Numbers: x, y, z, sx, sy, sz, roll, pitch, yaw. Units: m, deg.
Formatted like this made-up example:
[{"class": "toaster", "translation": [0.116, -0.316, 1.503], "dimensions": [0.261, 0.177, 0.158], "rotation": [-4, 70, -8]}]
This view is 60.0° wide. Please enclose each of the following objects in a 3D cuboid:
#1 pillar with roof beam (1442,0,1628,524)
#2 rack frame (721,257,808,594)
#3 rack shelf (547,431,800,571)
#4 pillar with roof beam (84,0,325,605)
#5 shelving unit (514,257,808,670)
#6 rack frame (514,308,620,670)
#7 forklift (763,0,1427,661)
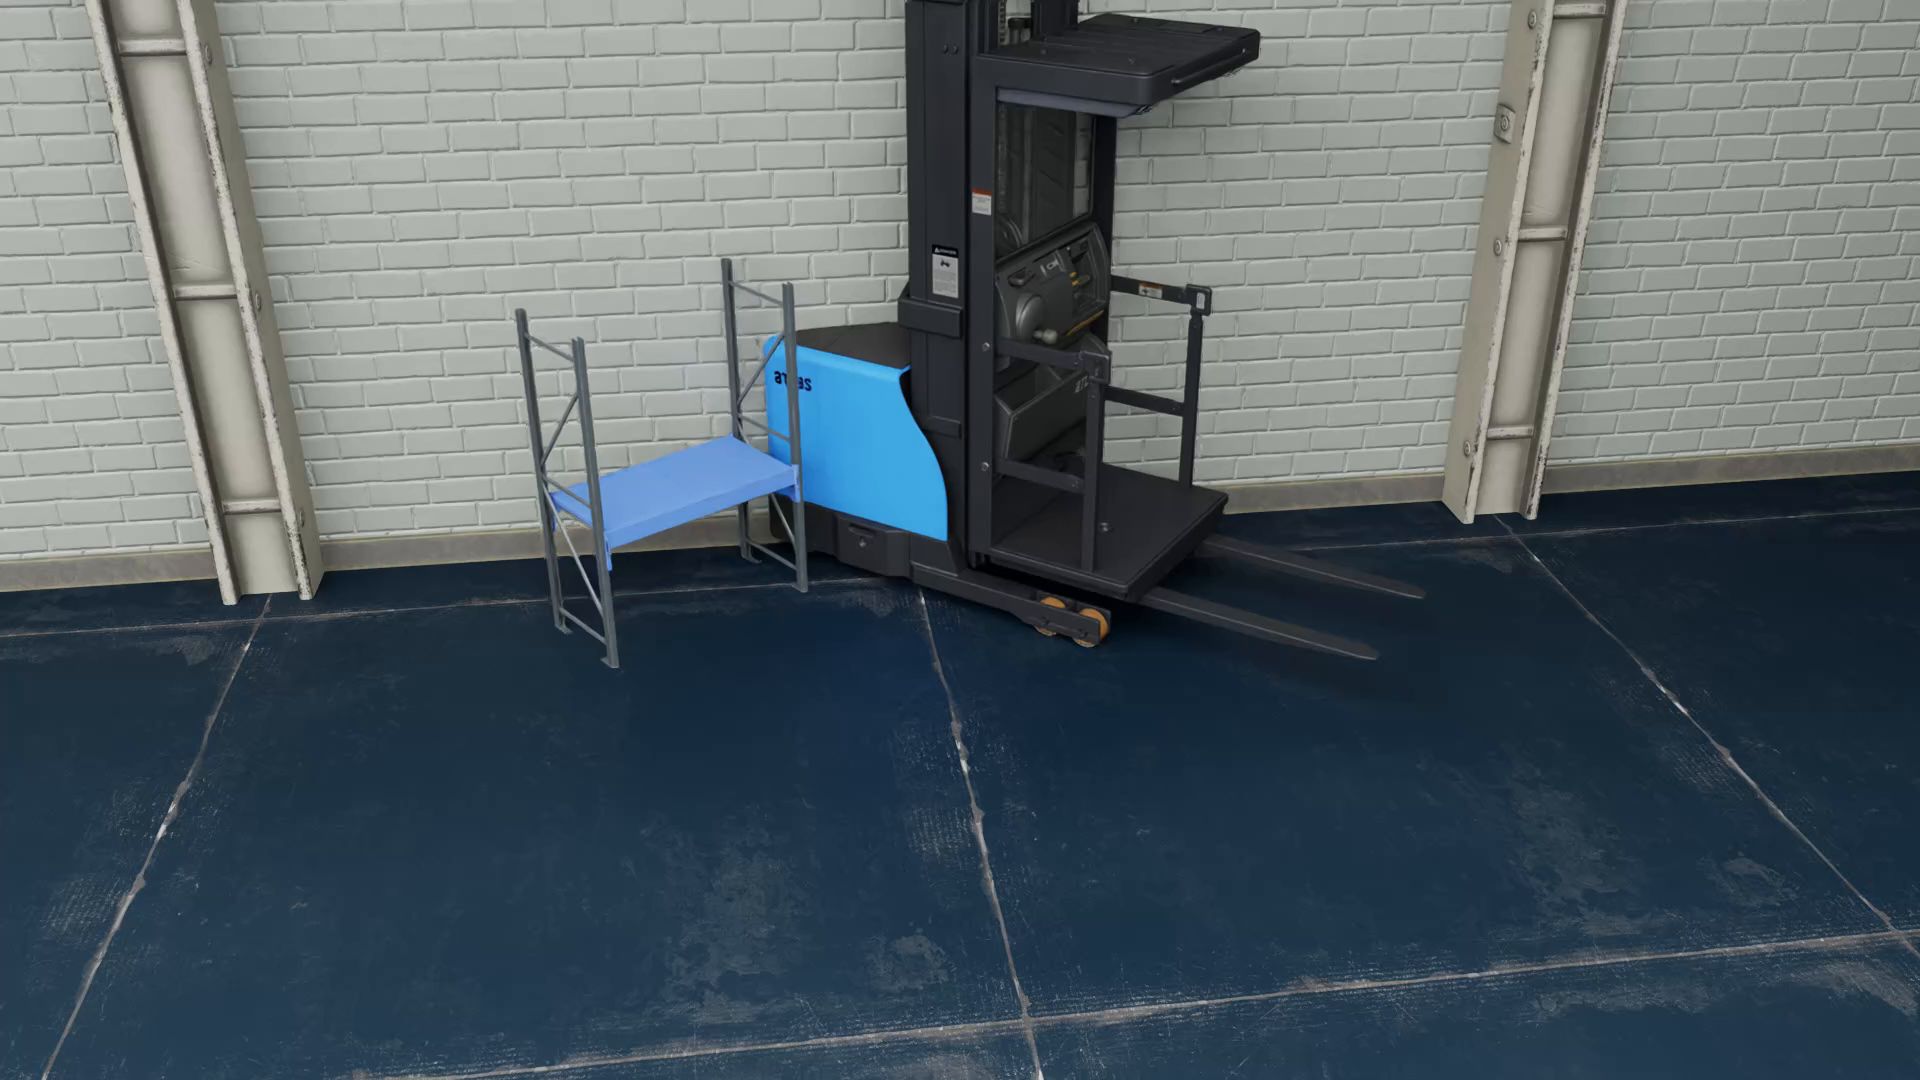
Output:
[{"class": "pillar with roof beam", "translation": [3.320, -2.223, 2.724], "dimensions": [0.400, 9.000, 9.100], "rotation": [-4, 27, -7]}, {"class": "rack frame", "translation": [-0.888, -0.505, 7.592], "dimensions": [0.032, 1.500, 0.500], "rotation": [-22, 35, -36]}, {"class": "rack shelf", "translation": [-1.267, -0.191, 7.373], "dimensions": [1.000, 0.185, 0.538], "rotation": [-22, 35, -36]}, {"class": "pillar with roof beam", "translation": [-2.622, -1.841, 1.981], "dimensions": [0.400, 9.000, 9.100], "rotation": [-4, 27, -7]}, {"class": "shelving unit", "translation": [-1.267, -0.351, 7.291], "dimensions": [1.048, 1.500, 0.538], "rotation": [-22, 35, -36]}, {"class": "rack frame", "translation": [-1.646, -0.196, 6.989], "dimensions": [0.032, 1.500, 0.500], "rotation": [-22, 35, -36]}, {"class": "forklift", "translation": [0.591, -1.109, 7.200], "dimensions": [3.031, 2.935, 1.130], "rotation": [16, 31, 28]}]
